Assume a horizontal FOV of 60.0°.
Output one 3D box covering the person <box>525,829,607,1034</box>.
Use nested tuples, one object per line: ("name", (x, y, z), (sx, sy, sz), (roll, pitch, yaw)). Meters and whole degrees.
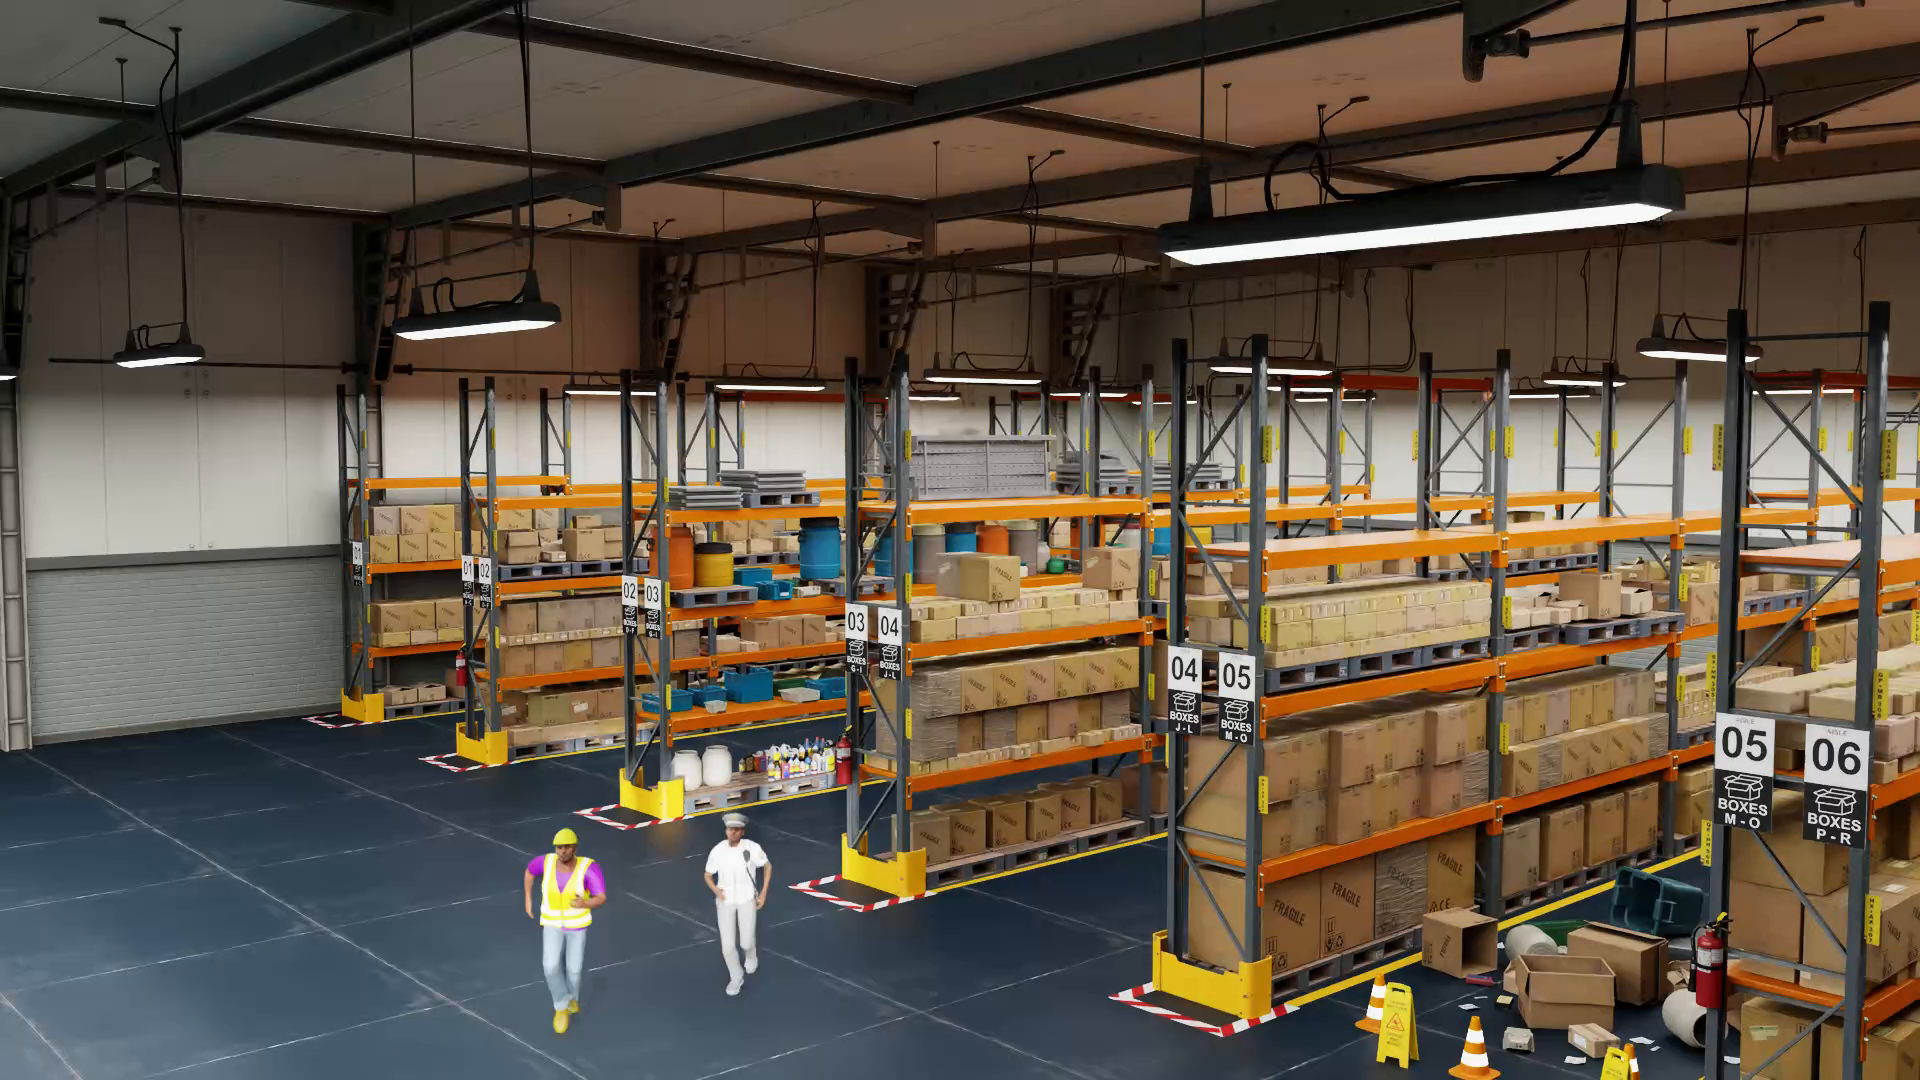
("person", (-3.415, 3.345, 14.367), (0.732, 1.763, 0.818), (0, 4, -6))

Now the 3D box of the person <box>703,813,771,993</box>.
("person", (-2.054, 3.332, 15.312), (0.613, 1.668, 0.572), (0, 4, -3))
